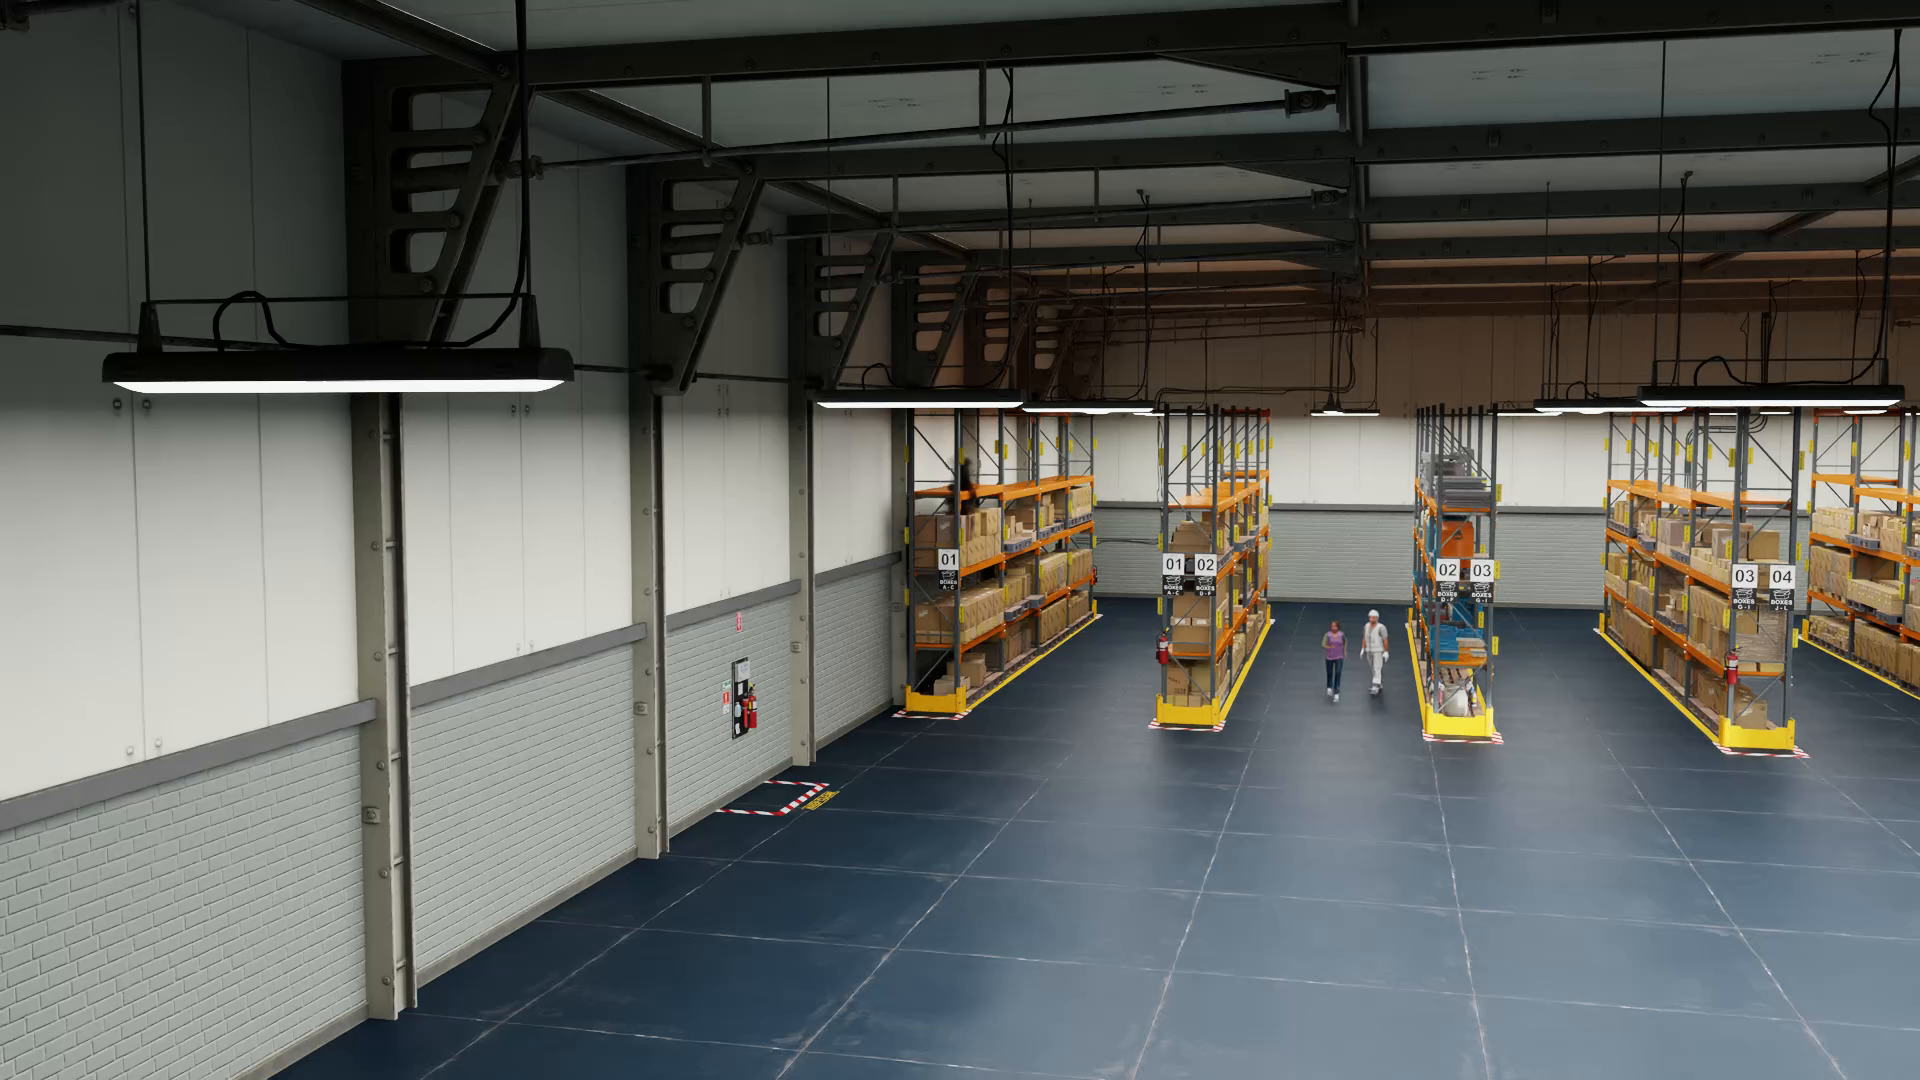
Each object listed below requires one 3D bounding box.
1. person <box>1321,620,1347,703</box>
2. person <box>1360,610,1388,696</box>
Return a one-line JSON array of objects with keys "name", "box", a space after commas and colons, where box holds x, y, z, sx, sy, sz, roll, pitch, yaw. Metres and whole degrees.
[{"name": "person", "box": [7.620, 2.439, 33.879, 0.535, 1.626, 0.823, 1, 4, 8]}, {"name": "person", "box": [8.561, 2.325, 34.426, 0.857, 1.748, 0.655, -3, 5, -36]}]
